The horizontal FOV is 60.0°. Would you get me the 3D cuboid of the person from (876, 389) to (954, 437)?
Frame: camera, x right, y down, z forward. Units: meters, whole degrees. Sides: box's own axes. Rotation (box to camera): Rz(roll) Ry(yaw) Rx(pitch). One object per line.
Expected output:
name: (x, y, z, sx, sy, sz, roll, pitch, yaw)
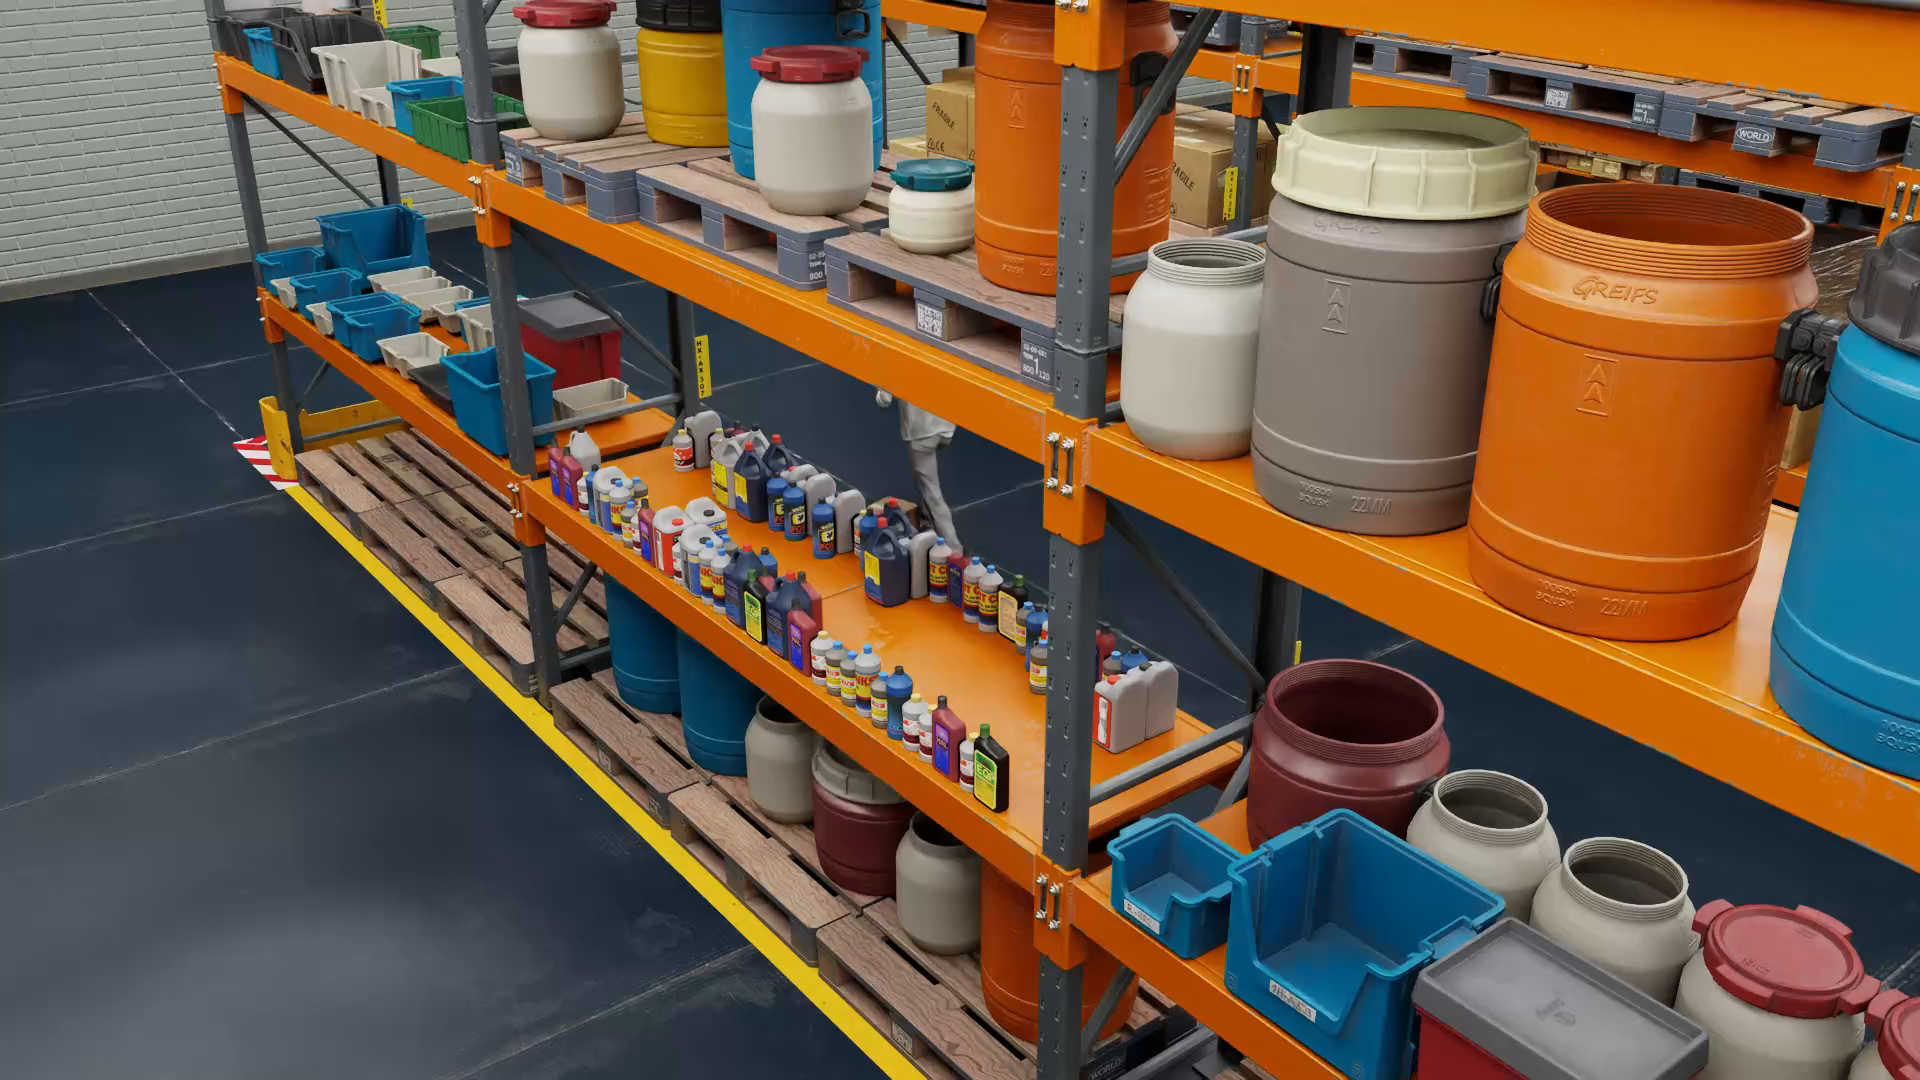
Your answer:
person: (-0.219, -0.905, 9.939, 0.530, 0.546, 0.422, -20, 32, -37)
